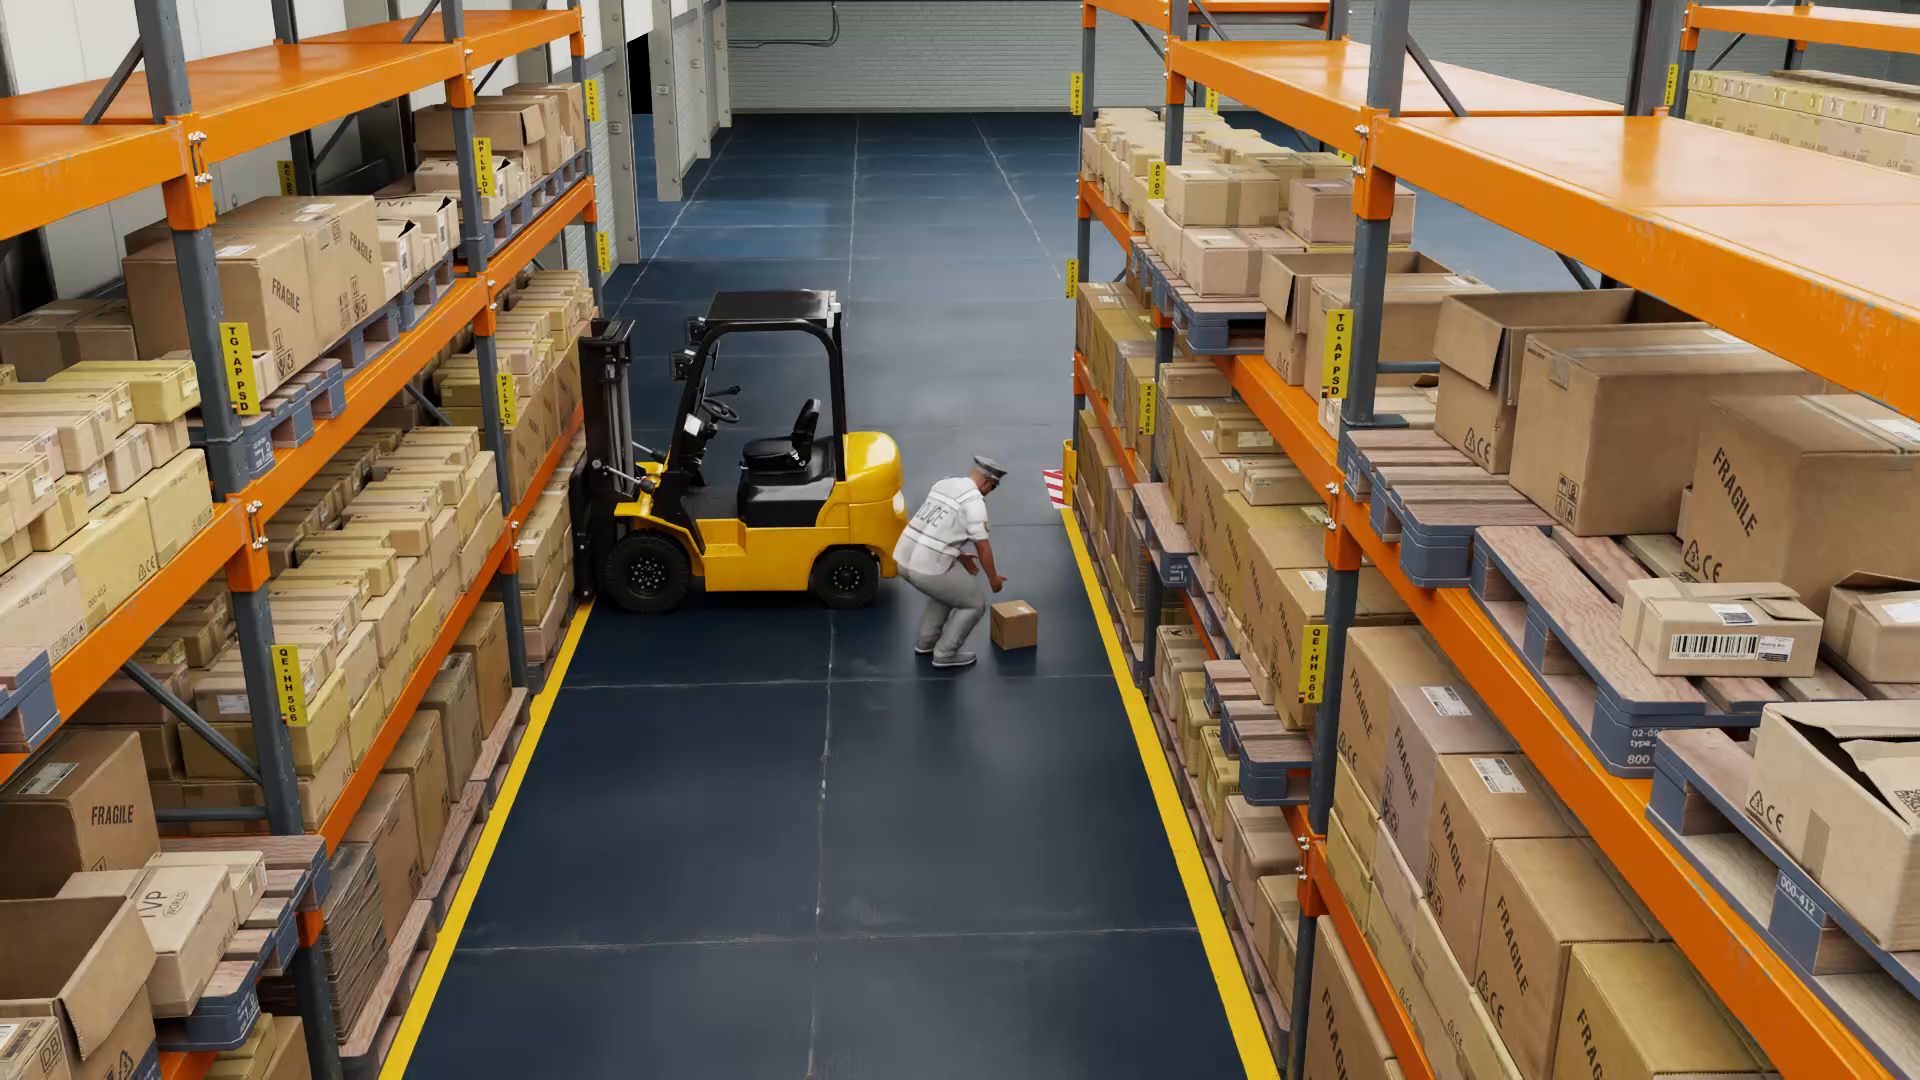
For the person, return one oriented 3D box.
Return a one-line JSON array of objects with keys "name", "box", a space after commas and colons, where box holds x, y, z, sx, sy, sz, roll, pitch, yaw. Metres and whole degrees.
[{"name": "person", "box": [-0.058, 0.133, 11.254, 0.826, 1.381, 0.590, -10, 23, -26]}]
